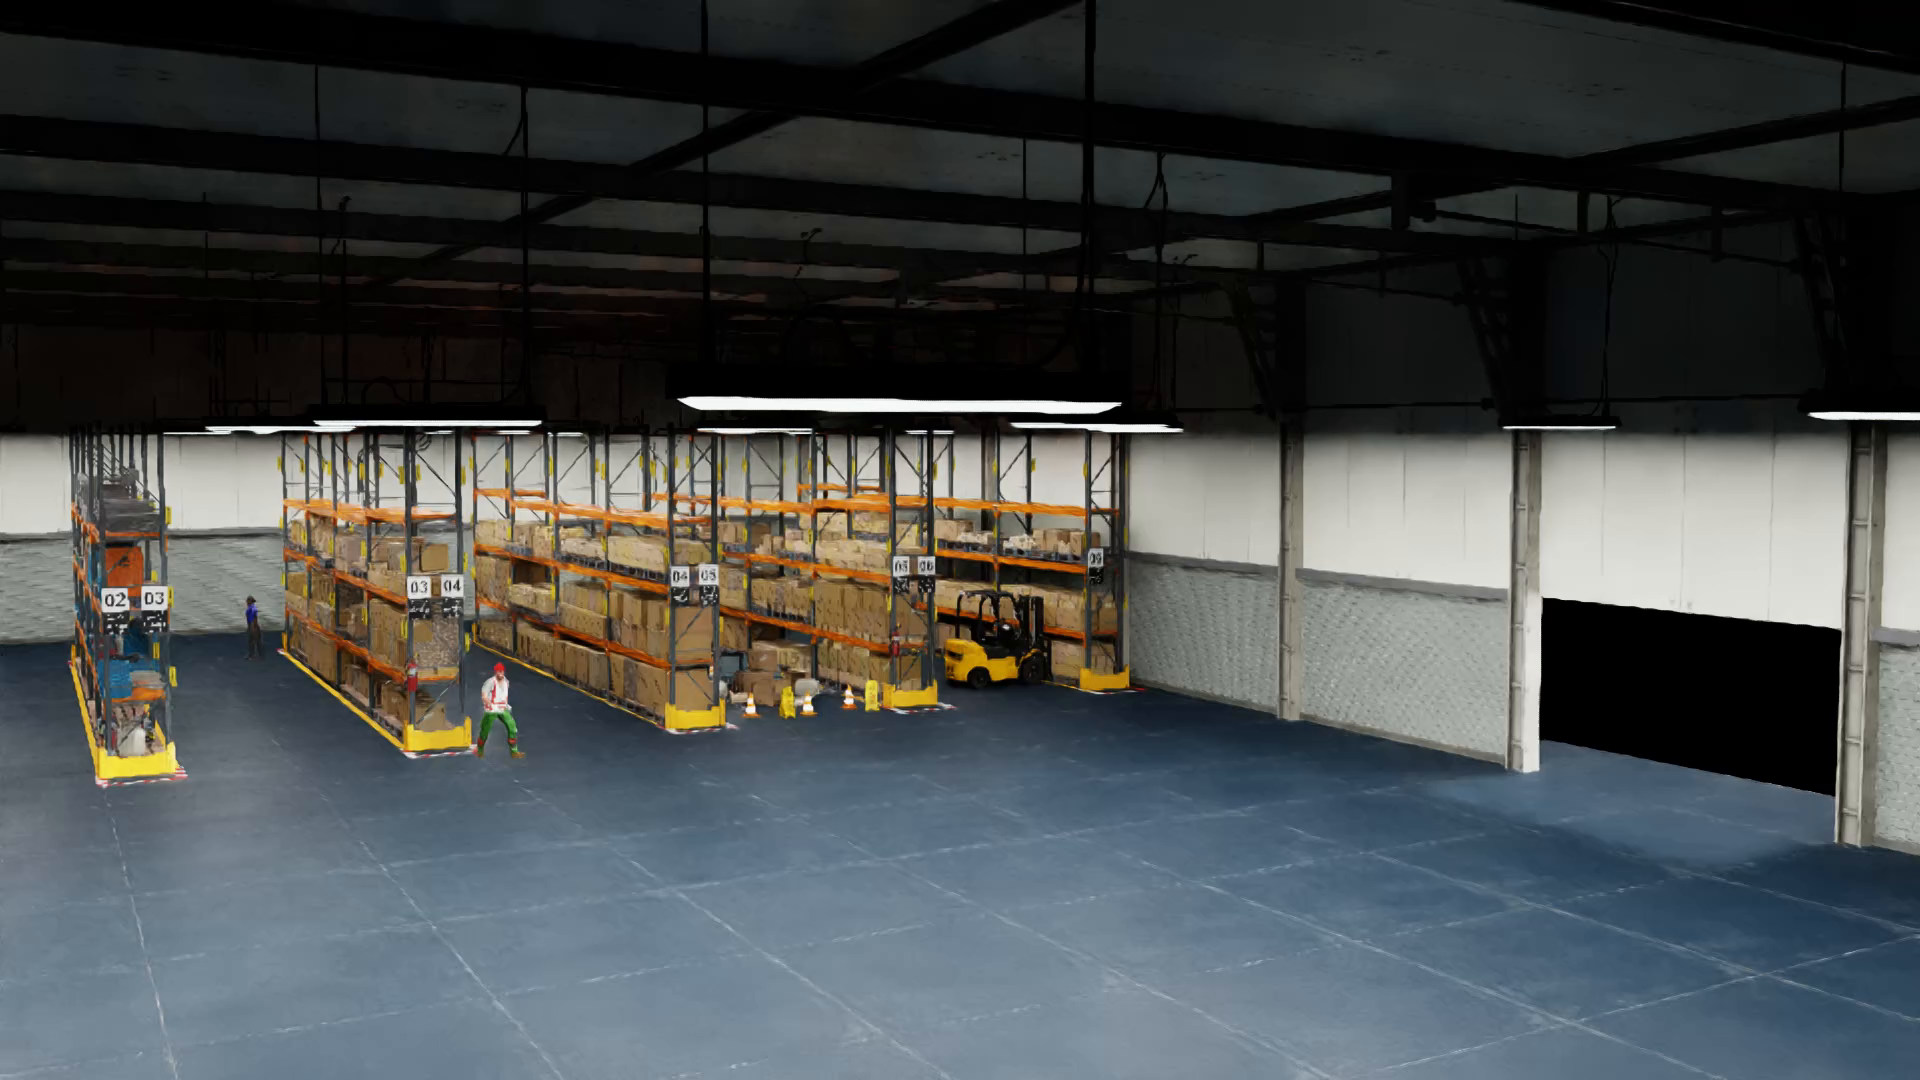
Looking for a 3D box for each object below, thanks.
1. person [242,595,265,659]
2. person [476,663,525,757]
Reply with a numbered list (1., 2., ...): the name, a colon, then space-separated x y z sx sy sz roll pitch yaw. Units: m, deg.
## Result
1. person: -18.227 2.242 42.879 0.495 1.655 0.581 -3 4 -36
2. person: -8.249 3.023 29.611 0.838 1.716 0.686 3 5 45
